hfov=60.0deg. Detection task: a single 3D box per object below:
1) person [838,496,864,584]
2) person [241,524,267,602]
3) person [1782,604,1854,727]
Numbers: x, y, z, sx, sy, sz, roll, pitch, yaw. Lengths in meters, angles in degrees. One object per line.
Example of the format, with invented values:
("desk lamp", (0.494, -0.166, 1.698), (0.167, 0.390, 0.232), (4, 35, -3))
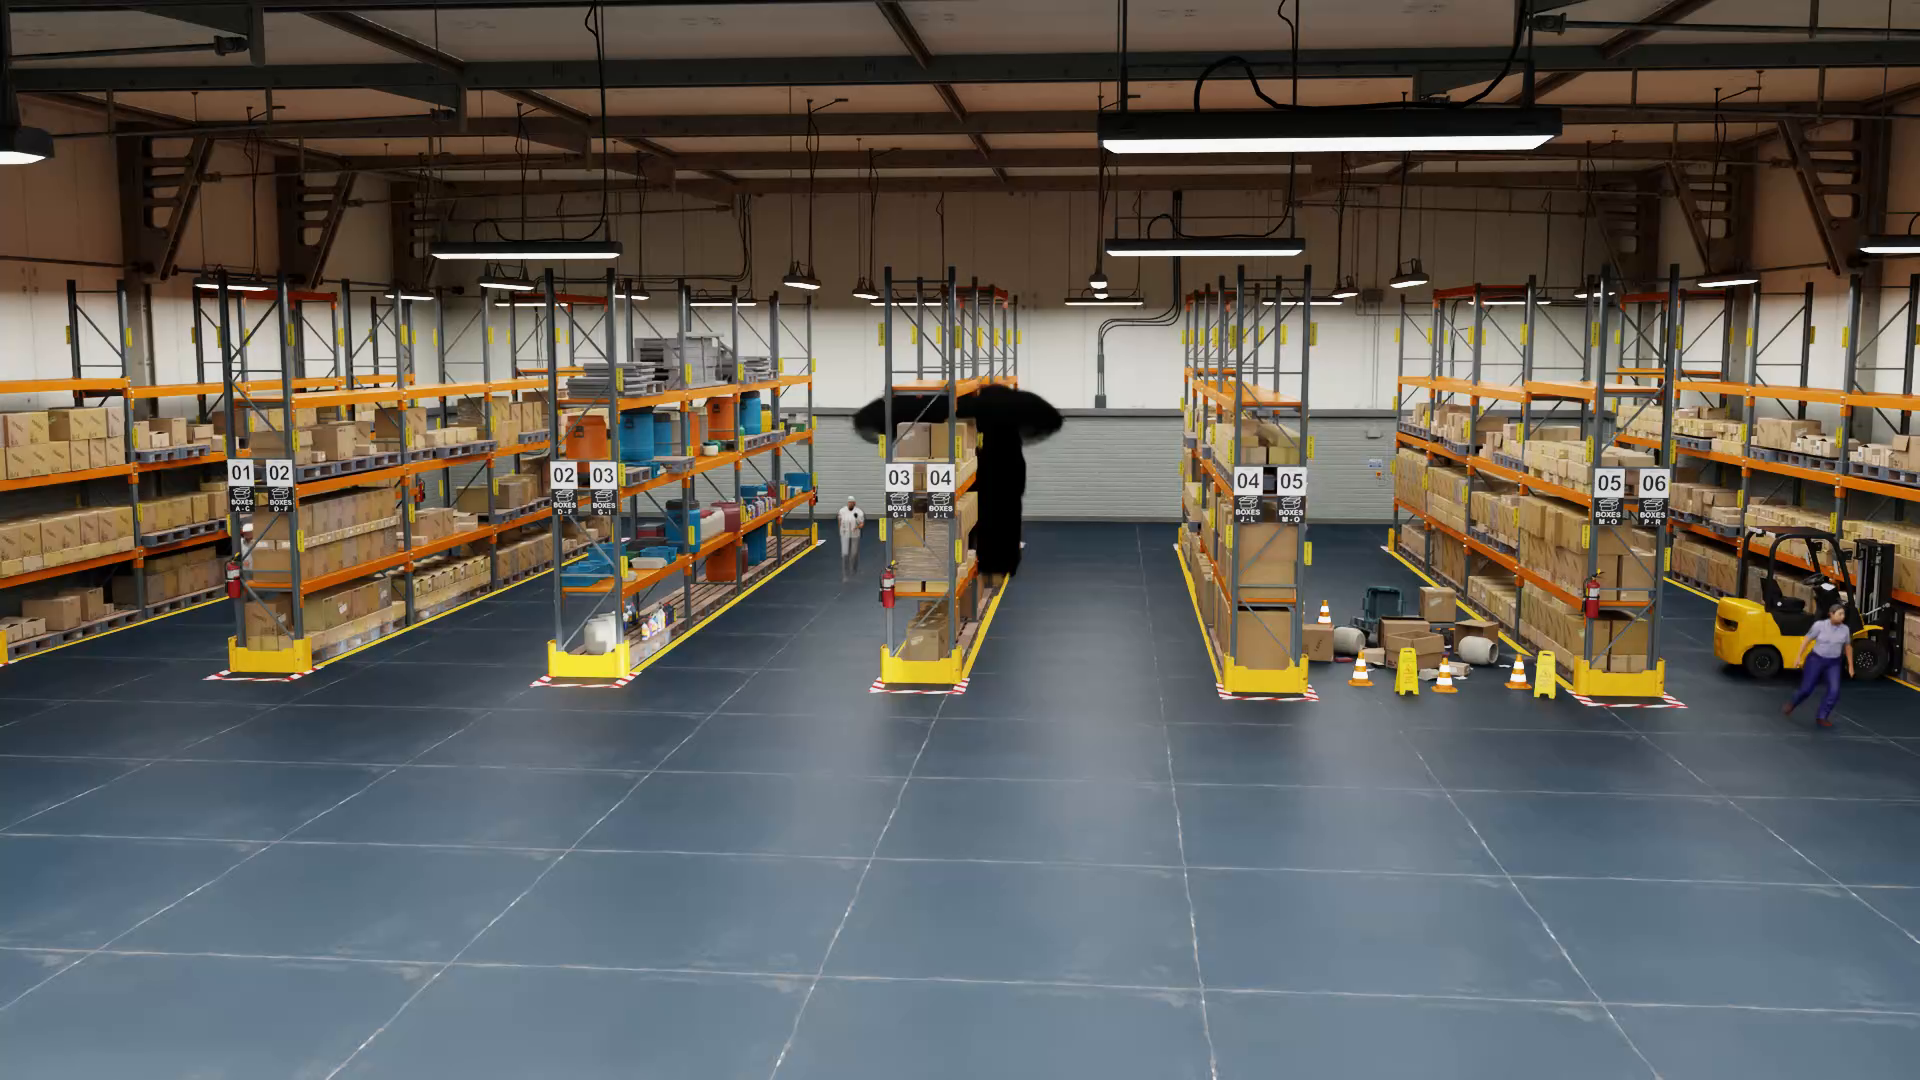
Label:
("person", (-2.160, -0.015, 32.973), (0.518, 1.742, 0.797), (-1, 7, -4))
("person", (-12.812, 0.522, 30.130), (0.656, 1.670, 0.784), (-3, 7, -22))
("person", (11.193, 1.597, 21.662), (0.668, 1.576, 0.660), (0, 7, 0))
